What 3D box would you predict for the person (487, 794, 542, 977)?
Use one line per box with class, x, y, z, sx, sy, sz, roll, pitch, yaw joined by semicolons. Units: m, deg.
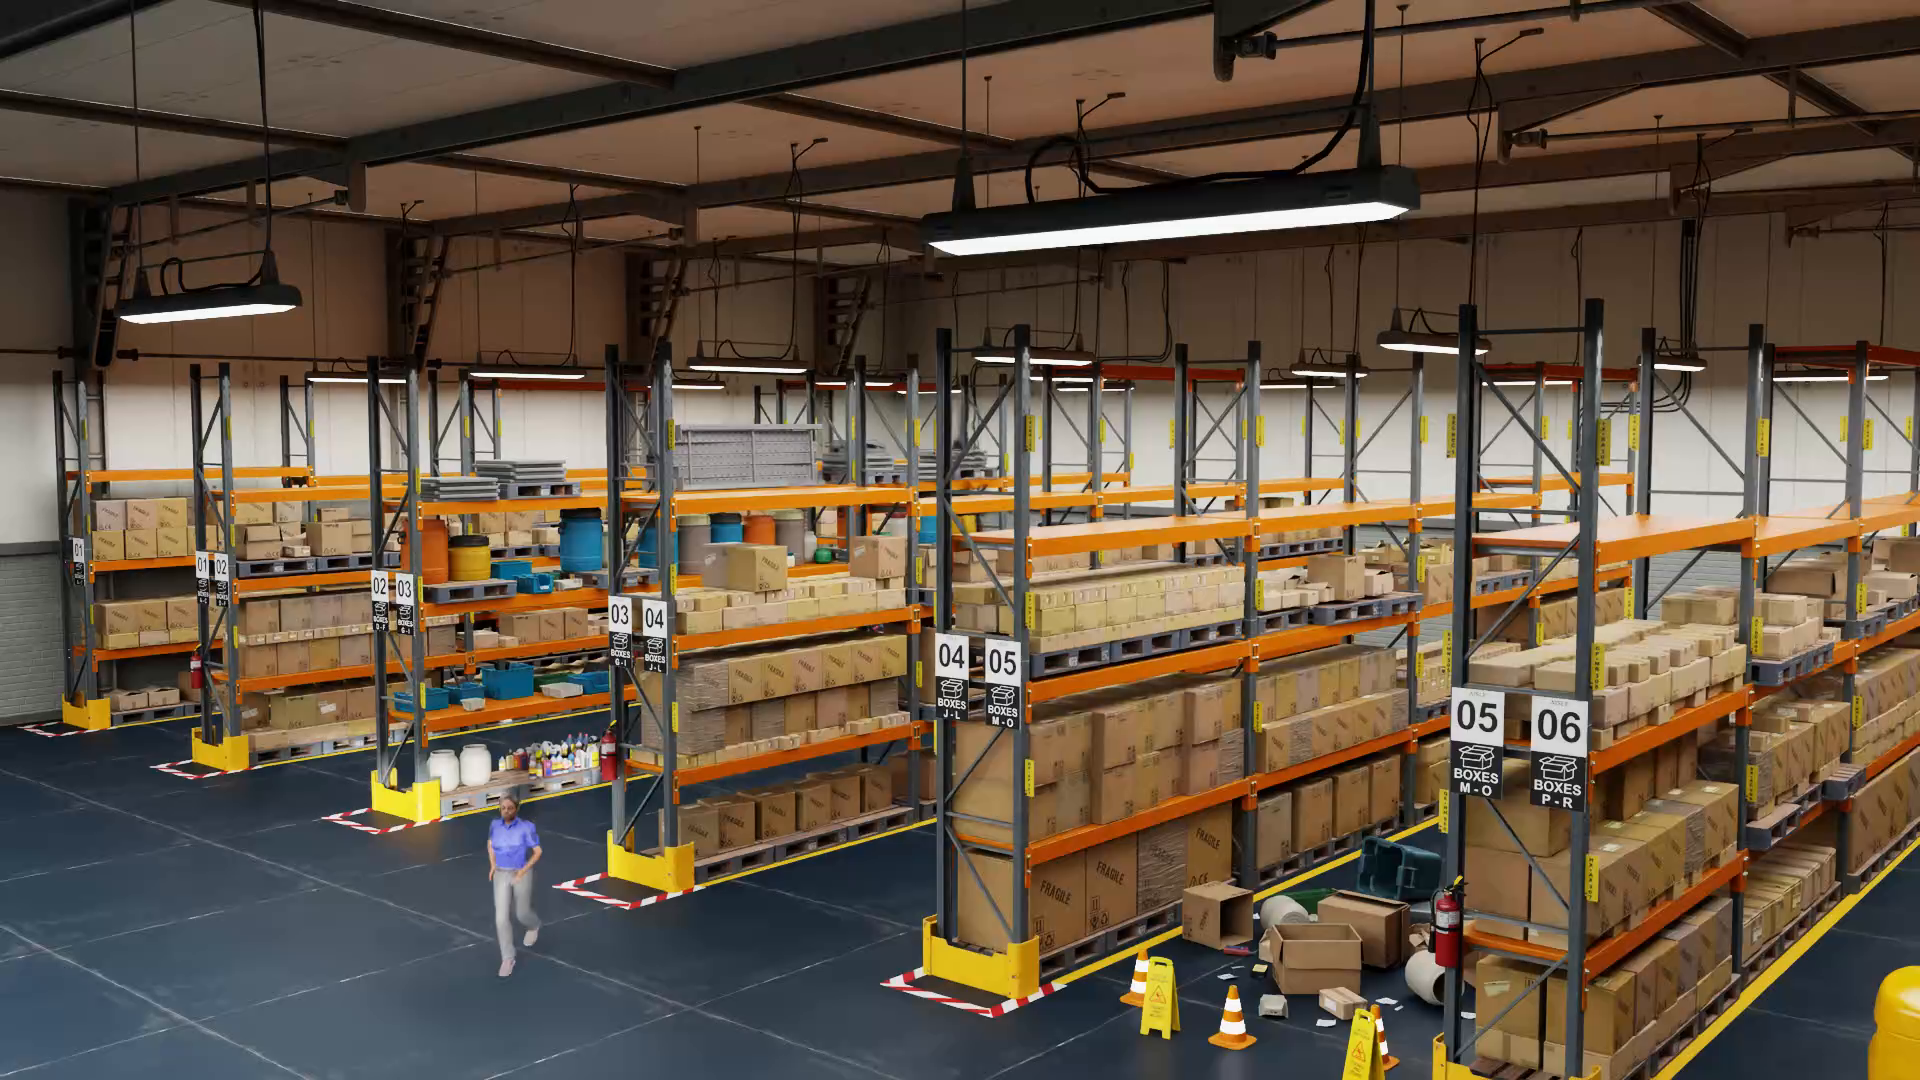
person;-4.235;3.224;15.811;0.555;1.640;0.839;0;4;0
